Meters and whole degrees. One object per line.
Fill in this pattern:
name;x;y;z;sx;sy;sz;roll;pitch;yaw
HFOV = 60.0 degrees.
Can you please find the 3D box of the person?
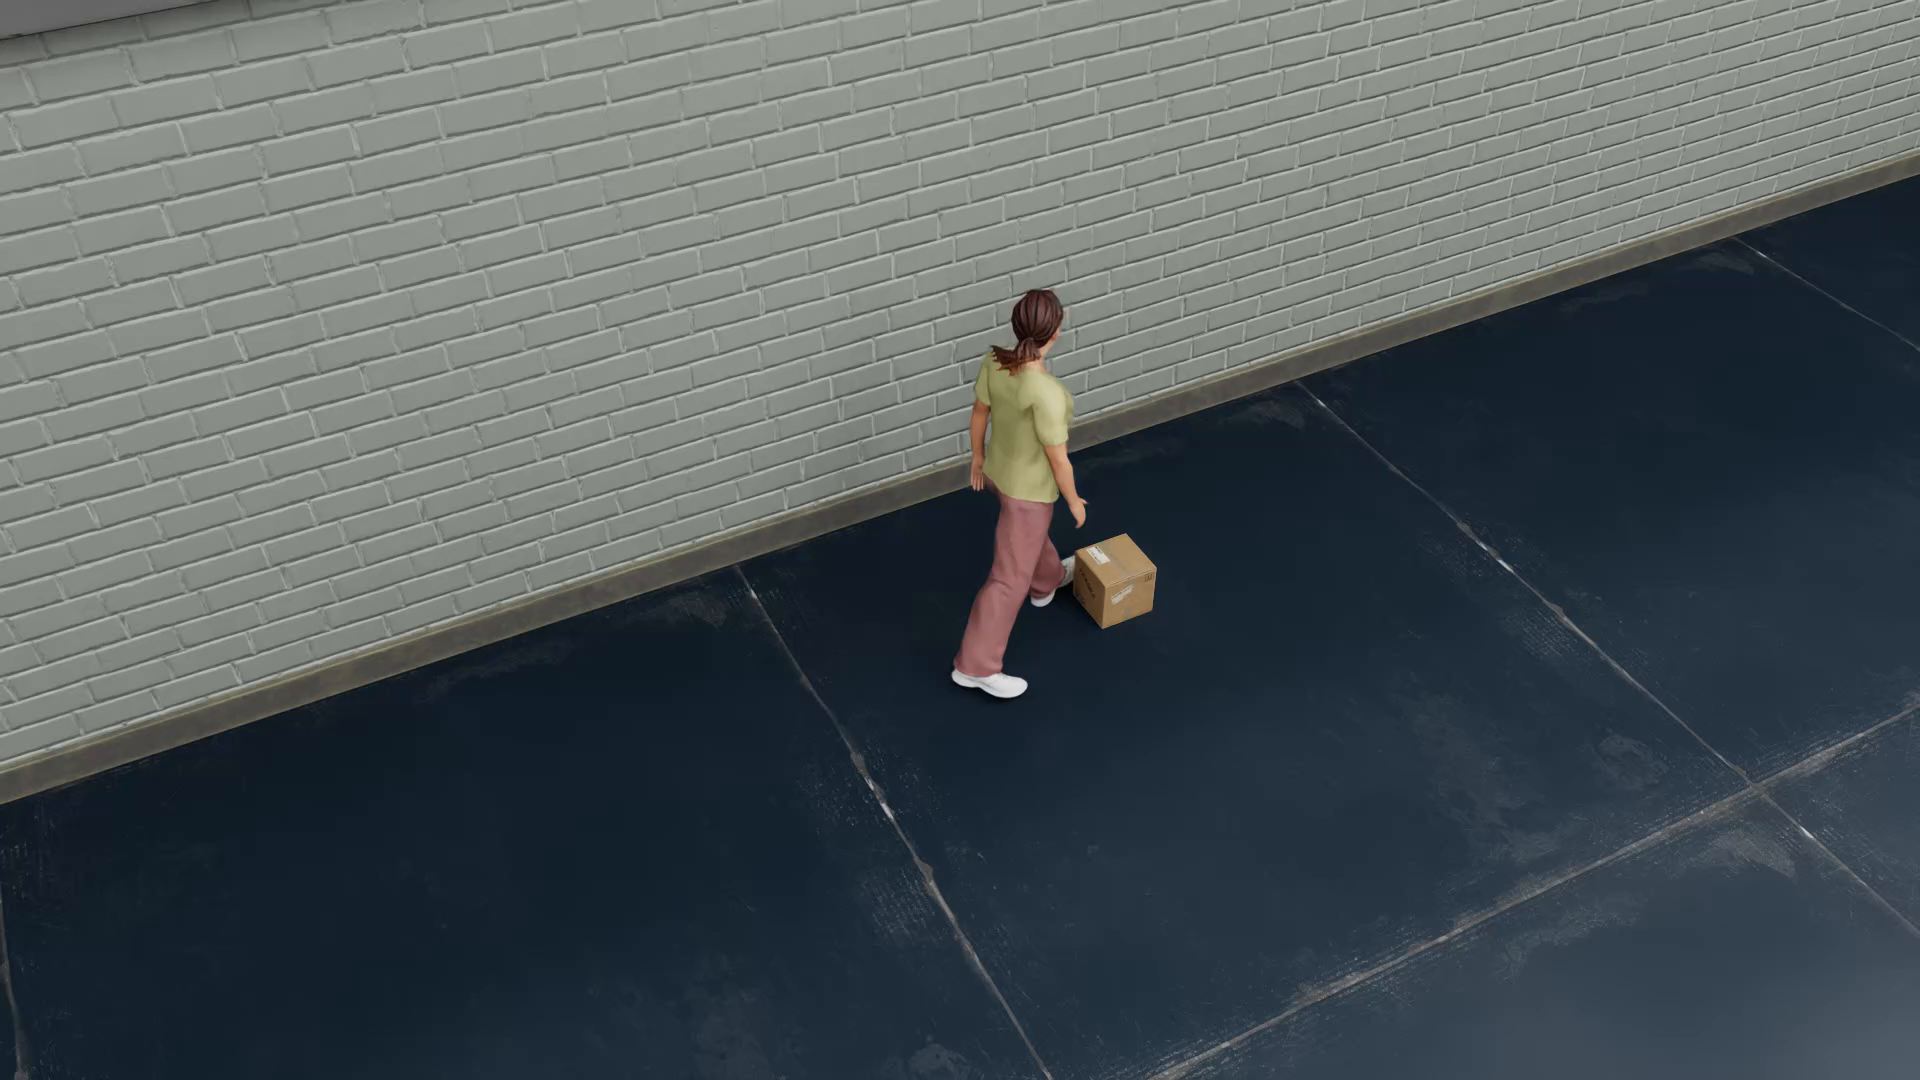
person;0.282;-0.202;6.401;0.831;1.655;0.583;-20;45;-21
